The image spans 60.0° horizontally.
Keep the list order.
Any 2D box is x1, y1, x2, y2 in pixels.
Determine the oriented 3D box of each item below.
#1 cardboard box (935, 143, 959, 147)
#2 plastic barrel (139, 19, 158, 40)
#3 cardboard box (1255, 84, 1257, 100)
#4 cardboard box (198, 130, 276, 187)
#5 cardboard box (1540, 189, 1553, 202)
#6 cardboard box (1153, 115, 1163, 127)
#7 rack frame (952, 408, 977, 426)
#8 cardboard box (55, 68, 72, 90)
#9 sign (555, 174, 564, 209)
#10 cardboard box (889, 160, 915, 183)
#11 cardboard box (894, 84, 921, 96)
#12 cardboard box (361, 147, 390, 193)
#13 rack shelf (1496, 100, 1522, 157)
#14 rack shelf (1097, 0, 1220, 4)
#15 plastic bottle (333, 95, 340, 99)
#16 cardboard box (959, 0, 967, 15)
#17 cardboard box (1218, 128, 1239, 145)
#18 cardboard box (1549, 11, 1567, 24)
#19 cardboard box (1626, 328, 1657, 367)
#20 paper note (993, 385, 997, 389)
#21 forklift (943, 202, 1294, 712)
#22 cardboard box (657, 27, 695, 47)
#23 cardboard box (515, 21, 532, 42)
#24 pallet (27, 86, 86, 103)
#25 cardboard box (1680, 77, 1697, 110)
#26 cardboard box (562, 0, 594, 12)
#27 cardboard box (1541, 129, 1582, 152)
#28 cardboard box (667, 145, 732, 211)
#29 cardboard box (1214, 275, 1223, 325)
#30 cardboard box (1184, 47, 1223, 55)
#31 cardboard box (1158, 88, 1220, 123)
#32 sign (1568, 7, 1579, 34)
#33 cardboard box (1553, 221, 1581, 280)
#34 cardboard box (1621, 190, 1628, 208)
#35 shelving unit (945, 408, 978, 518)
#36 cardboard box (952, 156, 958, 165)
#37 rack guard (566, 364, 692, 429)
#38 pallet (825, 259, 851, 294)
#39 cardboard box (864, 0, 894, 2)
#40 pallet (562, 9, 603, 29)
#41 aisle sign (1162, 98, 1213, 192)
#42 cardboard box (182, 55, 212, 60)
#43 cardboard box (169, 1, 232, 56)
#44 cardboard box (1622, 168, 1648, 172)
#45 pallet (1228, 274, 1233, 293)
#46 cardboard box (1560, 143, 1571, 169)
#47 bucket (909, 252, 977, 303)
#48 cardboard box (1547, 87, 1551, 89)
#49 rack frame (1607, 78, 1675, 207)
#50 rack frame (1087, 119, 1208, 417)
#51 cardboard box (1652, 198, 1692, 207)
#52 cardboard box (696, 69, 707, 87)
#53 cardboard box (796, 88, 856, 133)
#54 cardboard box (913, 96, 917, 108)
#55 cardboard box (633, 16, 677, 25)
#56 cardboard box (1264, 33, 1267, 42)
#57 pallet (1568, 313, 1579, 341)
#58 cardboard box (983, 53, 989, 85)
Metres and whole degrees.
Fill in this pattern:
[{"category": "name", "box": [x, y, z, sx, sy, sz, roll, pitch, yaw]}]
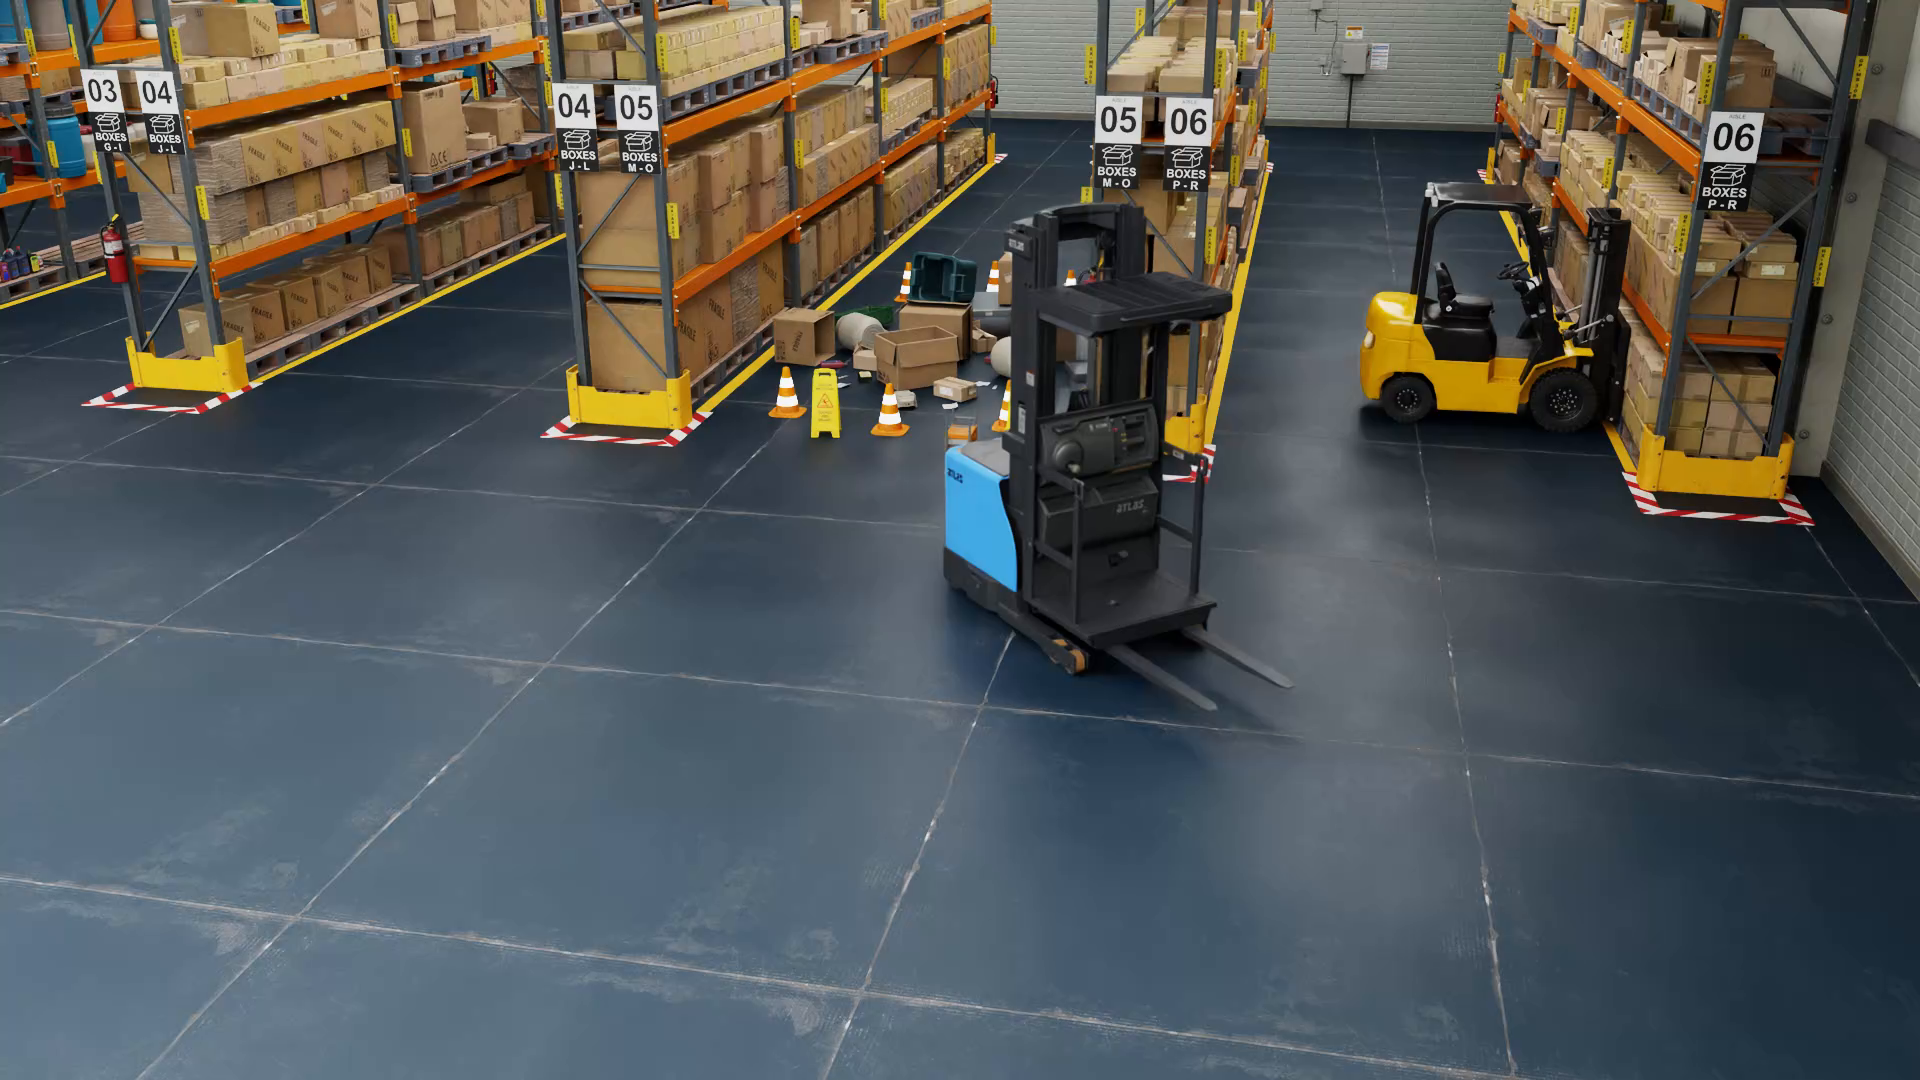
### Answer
[{"category": "cardboard box", "box": [-0.228, -6.696, 28.423, 0.380, 0.149, 0.250, 4, 22, 9]}, {"category": "plastic barrel", "box": [-11.287, -7.129, 23.211, 0.301, 0.262, 0.301, 0, 22, 0]}, {"category": "cardboard box", "box": [4.044, -6.569, 24.177, 0.500, 0.500, 0.500, 5, 23, 13]}, {"category": "cardboard box", "box": [-7.552, -3.993, 17.382, 0.500, 0.500, 0.500, 4, 22, 11]}, {"category": "cardboard box", "box": [8.305, -4.794, 23.157, 0.380, 0.149, 0.250, 3, 22, 8]}, {"category": "cardboard box", "box": [1.684, -3.929, 15.414, 0.380, 0.149, 0.250, 5, 22, 11]}, {"category": "rack frame", "box": [0.036, -0.551, 13.317, 0.200, 1.050, 0.008, 4, 22, 11]}, {"category": "cardboard box", "box": [-15.682, -7.956, 28.396, 0.700, 0.500, 0.500, 8, 23, 19]}, {"category": "sign", "box": [-3.733, -3.260, 15.566, 0.100, 0.325, 0.005, 4, 22, 11]}, {"category": "cardboard box", "box": [-0.978, -5.475, 24.712, 0.500, 0.250, 0.500, 5, 22, 11]}, {"category": "cardboard box", "box": [-0.809, -6.859, 25.347, 0.380, 0.149, 0.250, 4, 22, 11]}, {"category": "cardboard box", "box": [-7.376, -4.469, 19.903, 0.875, 0.500, 0.500, 4, 22, 11]}, {"category": "rack shelf", "box": [9.378, -6.636, 26.778, 1.077, 0.370, 4.000, 4, 22, 11]}, {"category": "rack shelf", "box": [2.070, -5.405, 15.697, 1.077, 0.370, 4.000, 4, 22, 11]}, {"category": "plastic bottle", "box": [-10.345, -7.296, 27.521, 0.144, 0.351, 0.185, 4, 22, 11]}, {"category": "cardboard box", "box": [-0.185, -8.799, 27.372, 0.500, 0.250, 0.500, 5, 23, 13]}, {"category": "cardboard box", "box": [2.920, -4.514, 18.585, 0.380, 0.149, 0.250, 4, 22, 11]}, {"category": "cardboard box", "box": [8.231, -7.111, 22.620, 0.380, 0.149, 0.250, 5, 22, 12]}, {"category": "cardboard box", "box": [6.502, -1.797, 15.581, 0.500, 0.250, 0.500, 5, 22, 12]}, {"category": "paper note", "box": [0.364, -1.589, 17.287, 0.032, 0.001, 0.123, 4, 22, 11]}, {"category": "forklift", "box": [1.055, -0.657, 11.062, 1.130, 2.935, 3.031, -12, 25, -28]}, {"category": "cardboard box", "box": [-2.721, -4.736, 15.654, 0.380, 0.149, 0.250, 4, 22, 10]}, {"category": "cardboard box", "box": [-6.264, -7.037, 22.996, 0.500, 0.250, 0.500, 5, 22, 11]}, {"category": "pallet", "box": [-15.558, -7.754, 28.848, 1.003, 0.211, 1.213, 4, 22, 11]}, {"category": "cardboard box", "box": [6.445, -3.838, 14.338, 0.396, 0.266, 0.258, 5, 22, 11]}, {"category": "cardboard box", "box": [-6.011, -8.290, 25.208, 0.797, 0.503, 0.637, 4, 22, 10]}, {"category": "cardboard box", "box": [8.053, -5.311, 22.164, 0.500, 0.250, 0.500, 3, 22, 8]}, {"category": "cardboard box", "box": [-2.822, -3.673, 16.811, 0.875, 0.550, 0.550, 4, 22, 11]}, {"category": "cardboard box", "box": [2.518, -2.533, 17.743, 0.500, 0.500, 0.500, 5, 22, 12]}, {"category": "cardboard box", "box": [2.430, -4.819, 16.558, 0.380, 0.149, 0.250, 4, 22, 10]}, {"category": "cardboard box", "box": [2.025, -3.850, 14.685, 0.500, 0.250, 0.500, 4, 22, 10]}, {"category": "sign", "box": [7.623, -6.448, 20.642, 0.100, 0.325, 0.005, 4, 22, 11]}, {"category": "cardboard box", "box": [8.013, -3.641, 20.996, 0.875, 0.625, 0.625, 5, 23, 13]}, {"category": "cardboard box", "box": [6.964, -3.468, 16.947, 0.380, 0.149, 0.250, 5, 22, 12]}, {"category": "shelving unit", "box": [0.011, -0.507, 13.206, 0.215, 1.050, 0.252, 4, 22, 11]}, {"category": "cardboard box", "box": [-0.254, -6.462, 28.240, 0.380, 0.149, 0.250, 6, 23, 13]}, {"category": "rack guard", "box": [-3.210, -1.398, 16.157, 1.175, 0.500, 0.348, 4, 22, 11]}, {"category": "pallet", "box": [-2.058, -3.472, 21.691, 1.003, 0.211, 1.213, 4, 22, 11]}, {"category": "cardboard box", "box": [-1.115, -7.601, 23.037, 0.396, 0.266, 0.258, 4, 22, 11]}, {"category": "pallet", "box": [-6.103, -7.860, 25.092, 1.003, 0.211, 1.213, 6, 23, 13]}, {"category": "aisle sign", "box": [1.953, -3.386, 14.266, 0.394, 0.787, 0.004, 4, 22, 11]}, {"category": "cardboard box", "box": [-7.972, -4.983, 17.363, 0.380, 0.149, 0.250, 5, 22, 12]}, {"category": "cardboard box", "box": [-7.971, -5.376, 17.469, 0.500, 0.500, 0.500, 4, 22, 11]}, {"category": "cardboard box", "box": [7.327, -3.983, 18.225, 0.380, 0.149, 0.250, 4, 22, 11]}, {"category": "pallet", "box": [2.882, -3.128, 20.838, 1.003, 0.211, 1.213, 4, 22, 11]}, {"category": "cardboard box", "box": [7.800, -4.796, 20.777, 0.500, 0.250, 0.500, 4, 22, 11]}, {"category": "bucket", "box": [-0.159, -2.991, 19.111, 0.726, 0.611, 0.620, 13, 15, 29]}, {"category": "cardboard box", "box": [9.740, -7.212, 27.047, 0.500, 0.250, 0.500, 5, 23, 13]}, {"category": "rack frame", "box": [7.338, -3.312, 17.562, 1.000, 3.000, 0.127, 4, 22, 11]}, {"category": "rack frame", "box": [1.662, -2.226, 14.866, 1.000, 3.000, 0.127, 4, 22, 11]}, {"category": "cardboard box", "box": [6.764, -3.134, 15.719, 0.380, 0.149, 0.250, 5, 22, 11]}, {"category": "cardboard box", "box": [-2.667, -4.461, 16.041, 0.380, 0.149, 0.250, 5, 22, 11]}, {"category": "cardboard box", "box": [-1.776, -5.654, 21.905, 0.700, 0.500, 0.500, 4, 22, 10]}, {"category": "cardboard box", "box": [-0.856, -6.629, 25.173, 0.380, 0.149, 0.250, 3, 22, 8]}, {"category": "cardboard box", "box": [-3.106, -5.252, 16.936, 0.380, 0.149, 0.250, 4, 22, 11]}, {"category": "cardboard box", "box": [4.959, -8.458, 27.999, 0.380, 0.149, 0.250, 5, 22, 12]}, {"category": "pallet", "box": [7.450, -2.291, 18.760, 1.003, 0.211, 1.213, 4, 22, 11]}, {"category": "cardboard box", "box": [0.220, -8.419, 29.710, 0.500, 0.500, 0.500, 5, 22, 12]}]
